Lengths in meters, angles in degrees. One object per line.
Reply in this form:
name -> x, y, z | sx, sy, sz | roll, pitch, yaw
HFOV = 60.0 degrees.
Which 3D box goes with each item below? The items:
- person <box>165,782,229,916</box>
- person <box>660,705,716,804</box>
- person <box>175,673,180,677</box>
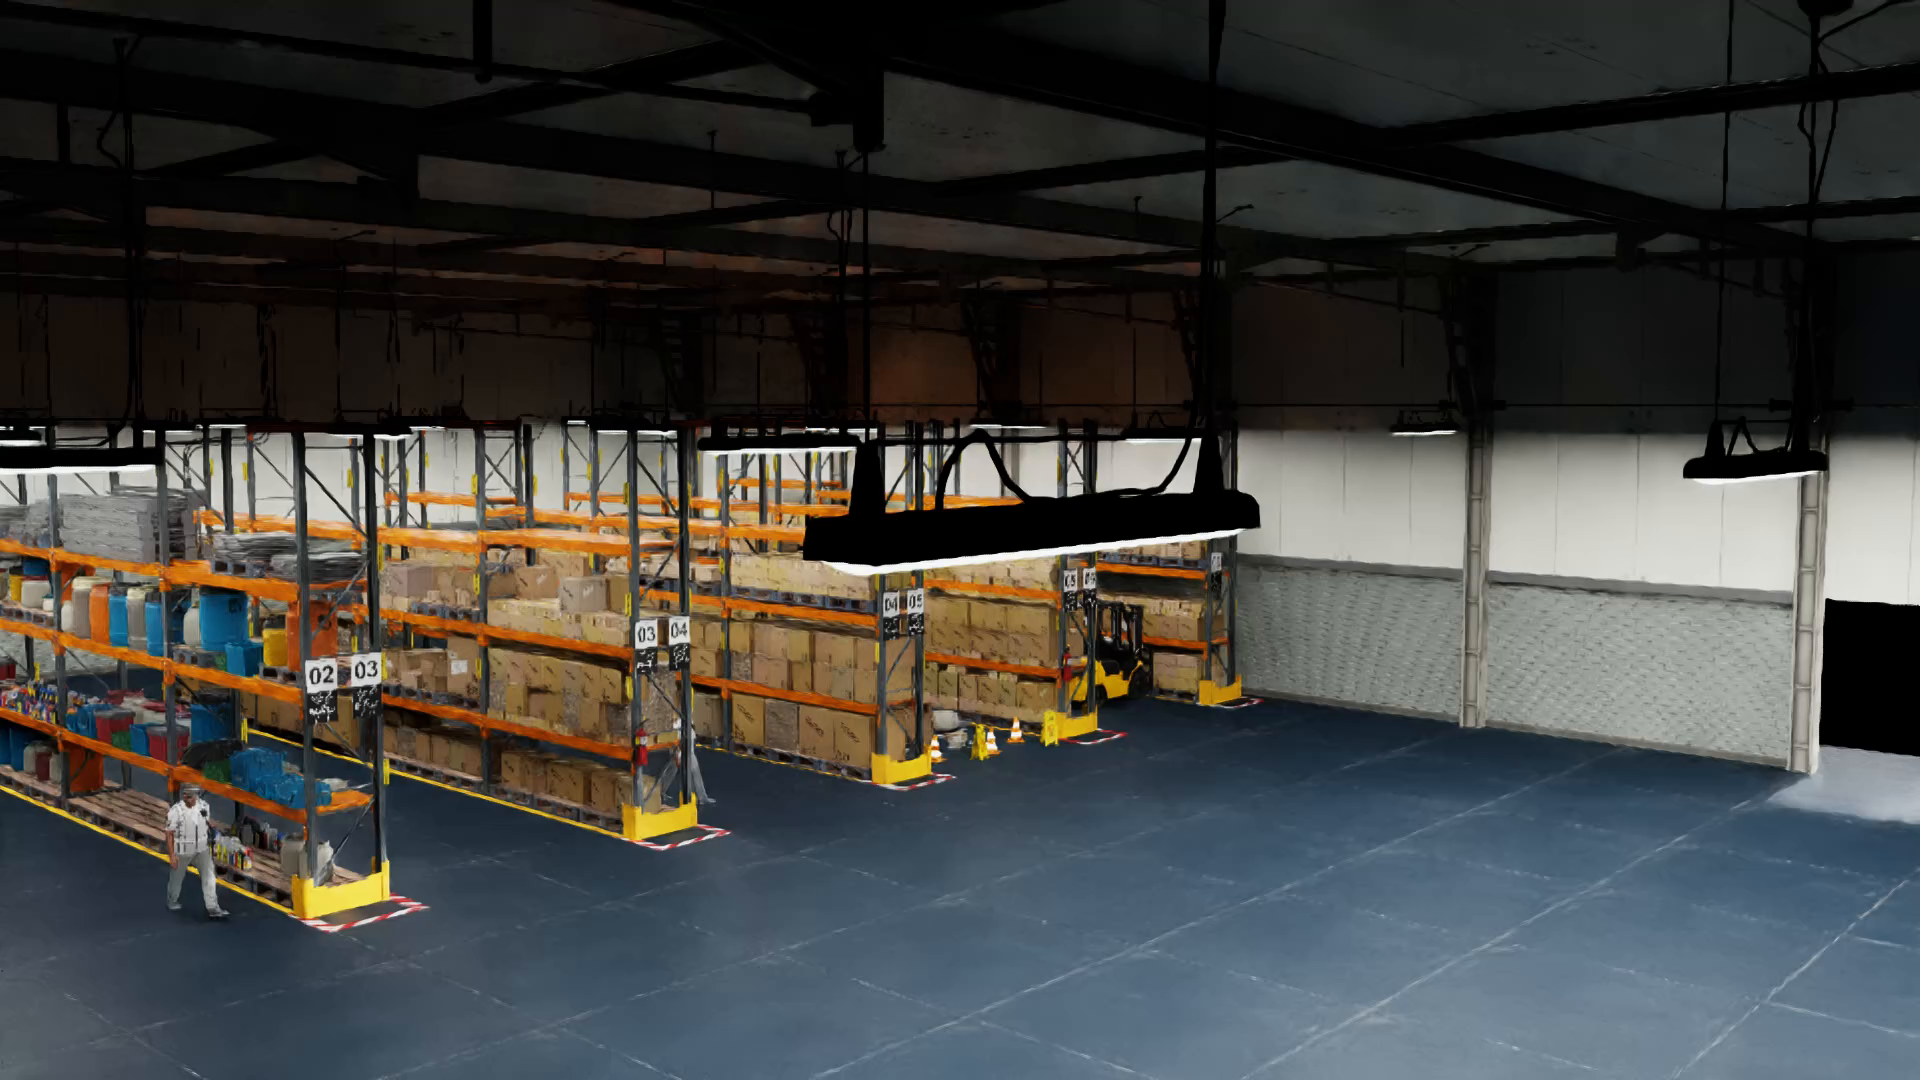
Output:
person -> -9.508, 3.801, 20.535 | 1.126, 1.669, 0.542 | 5, 7, 45
person -> -4.372, 3.369, 26.306 | 1.089, 1.588, 0.455 | 4, 6, 40
person -> -17.947, 2.327, 38.461 | 0.580, 1.732, 0.933 | -2, 5, -19
